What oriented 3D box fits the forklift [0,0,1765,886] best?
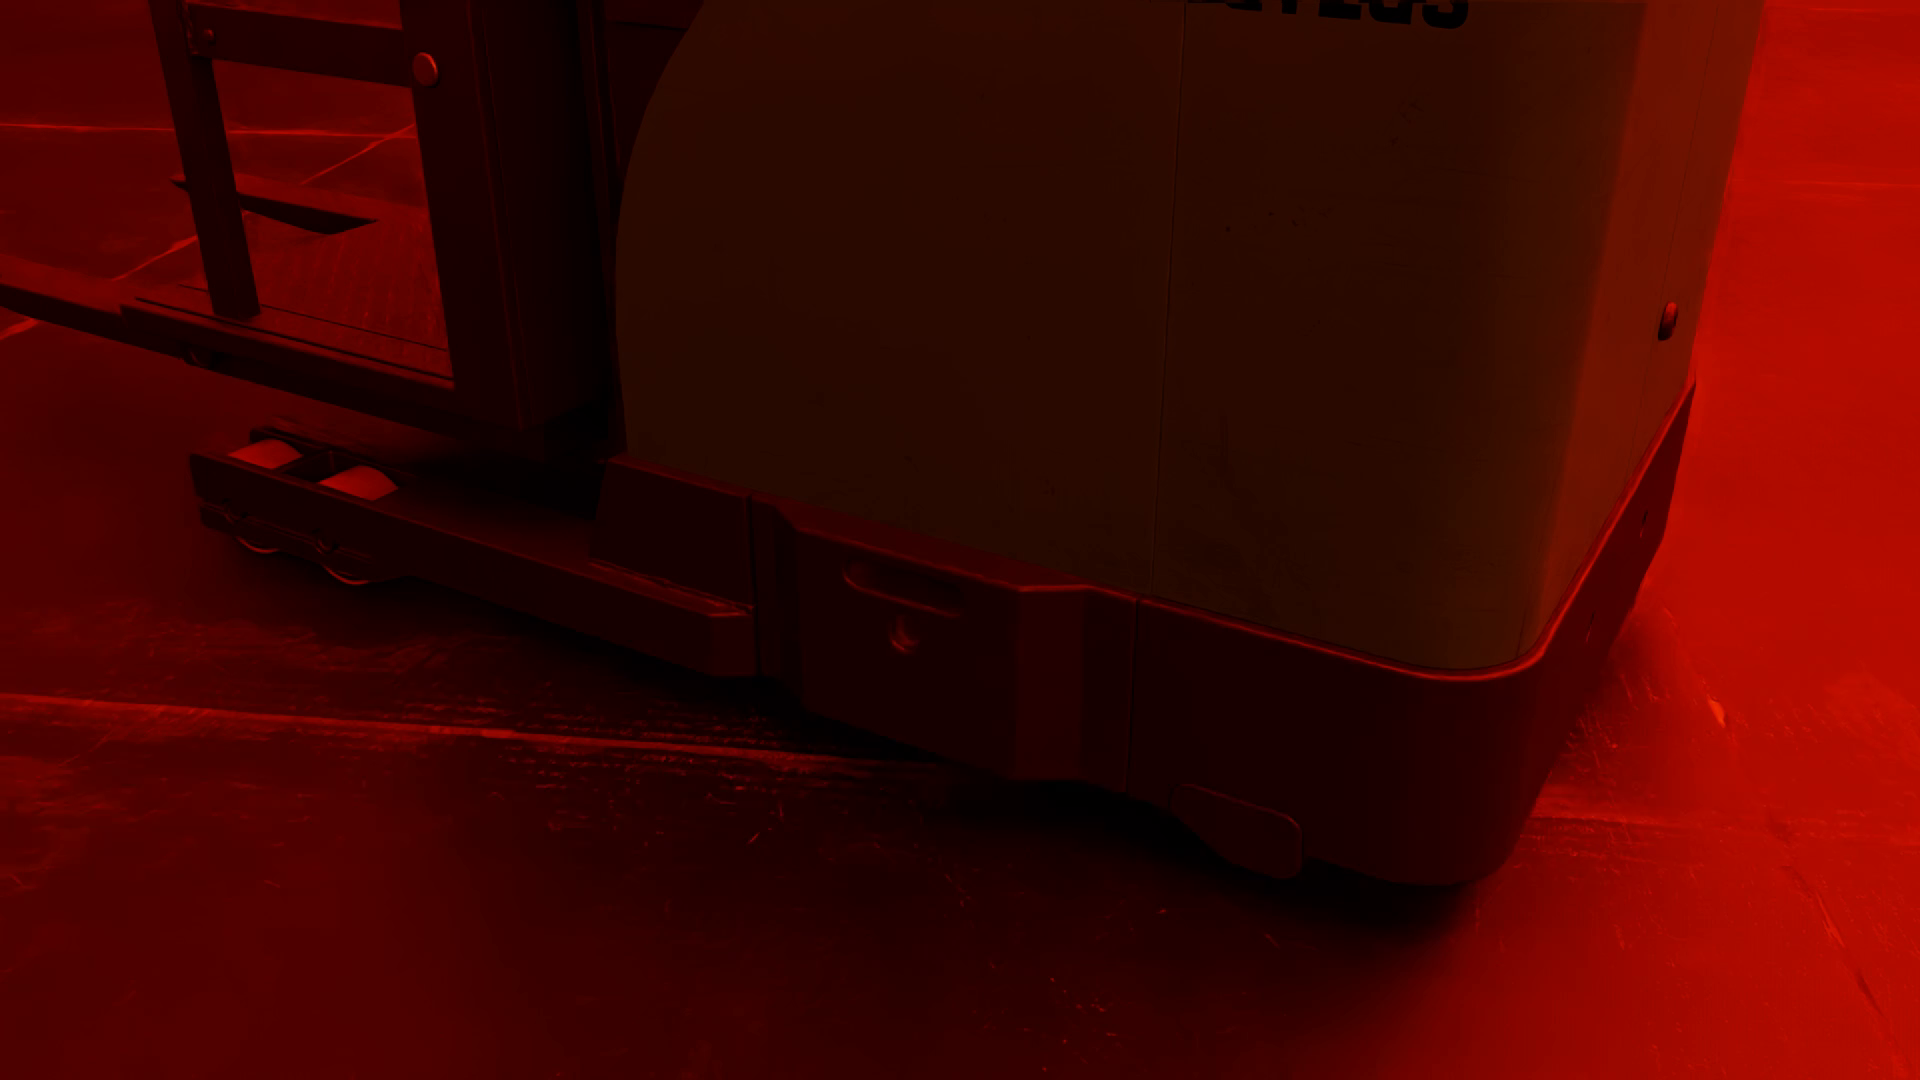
[{"bbox_3d":[-0.528,-1.433,2.089,3.031,2.935,1.130,15,30,27],"label":"forklift"}]
